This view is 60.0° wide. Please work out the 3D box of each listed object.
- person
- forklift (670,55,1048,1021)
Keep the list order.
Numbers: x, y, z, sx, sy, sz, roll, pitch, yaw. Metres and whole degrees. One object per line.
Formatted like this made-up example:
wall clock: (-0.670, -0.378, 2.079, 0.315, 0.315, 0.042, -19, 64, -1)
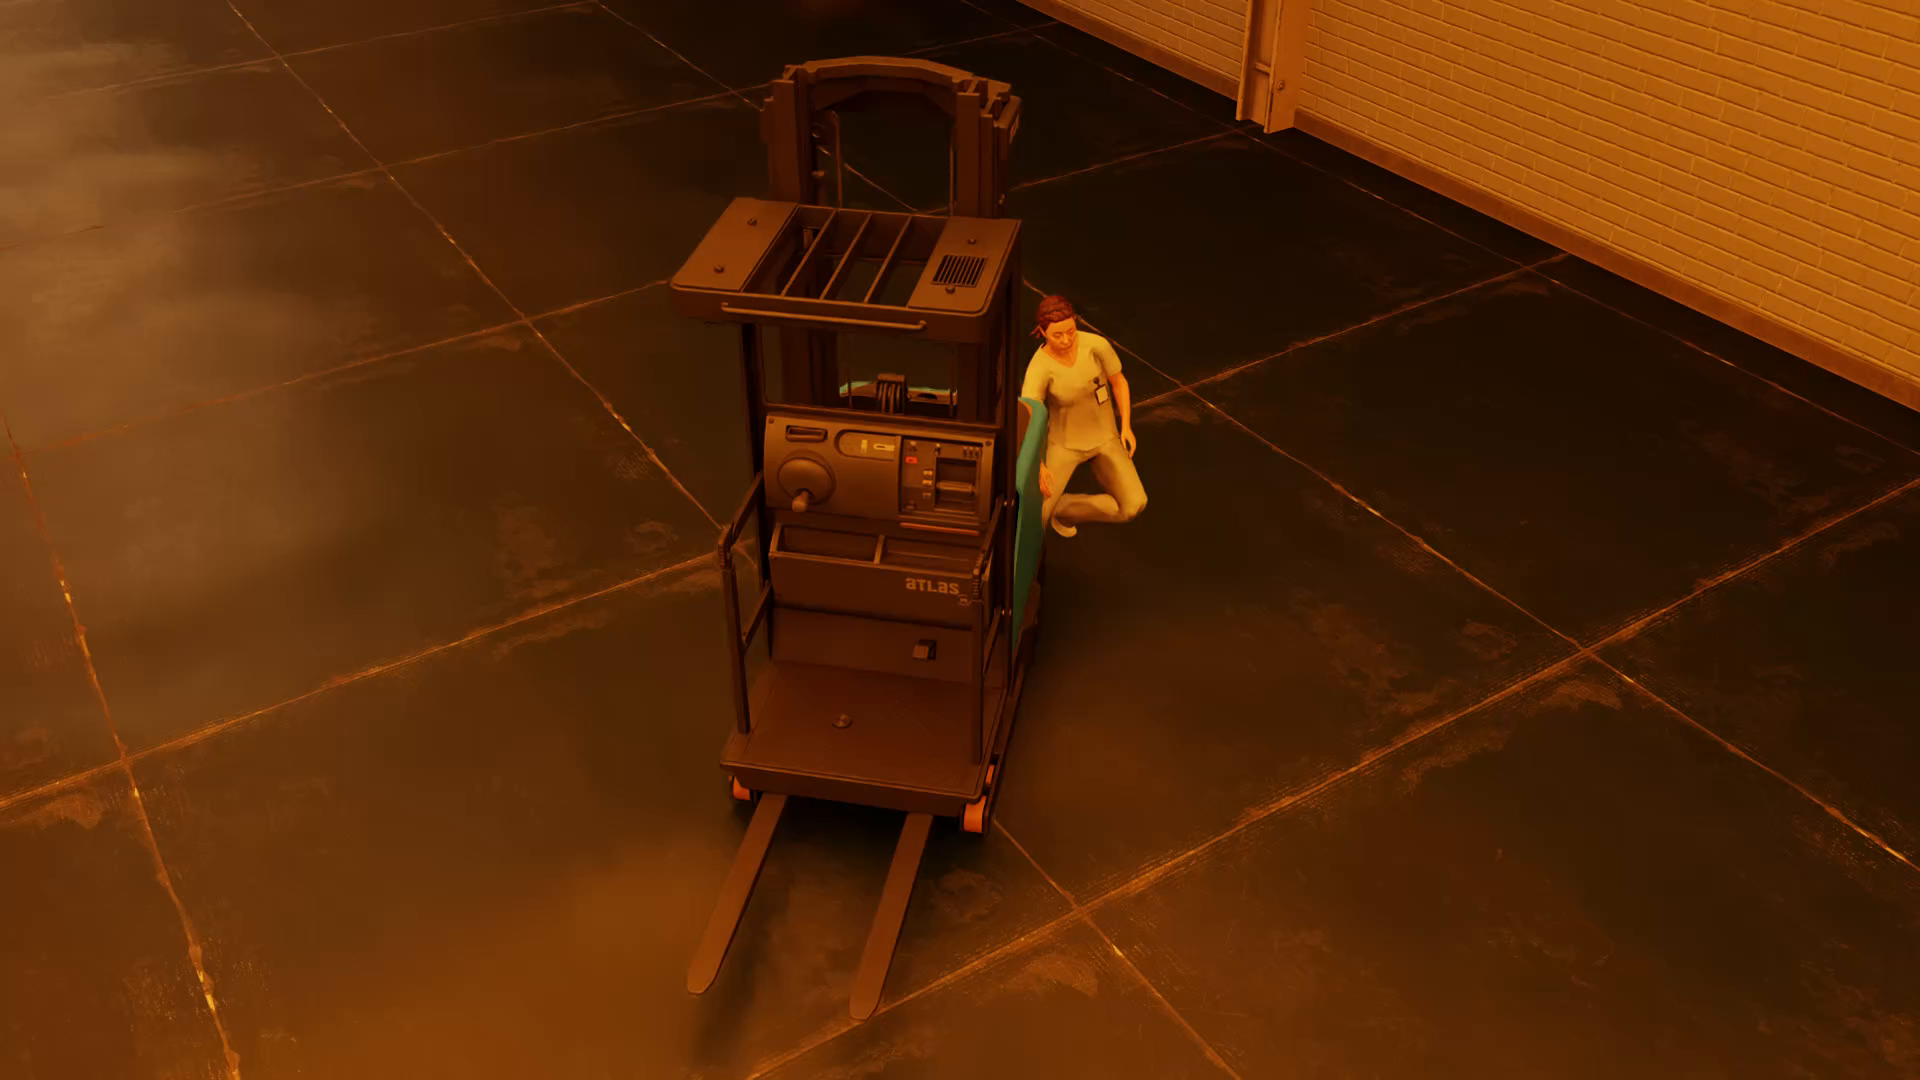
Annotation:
person: (0.516, -0.409, 7.956, 0.719, 1.518, 0.697, -8, 36, -11)
forklift: (-0.365, -0.207, 6.442, 1.130, 2.935, 3.031, 6, 36, 9)
